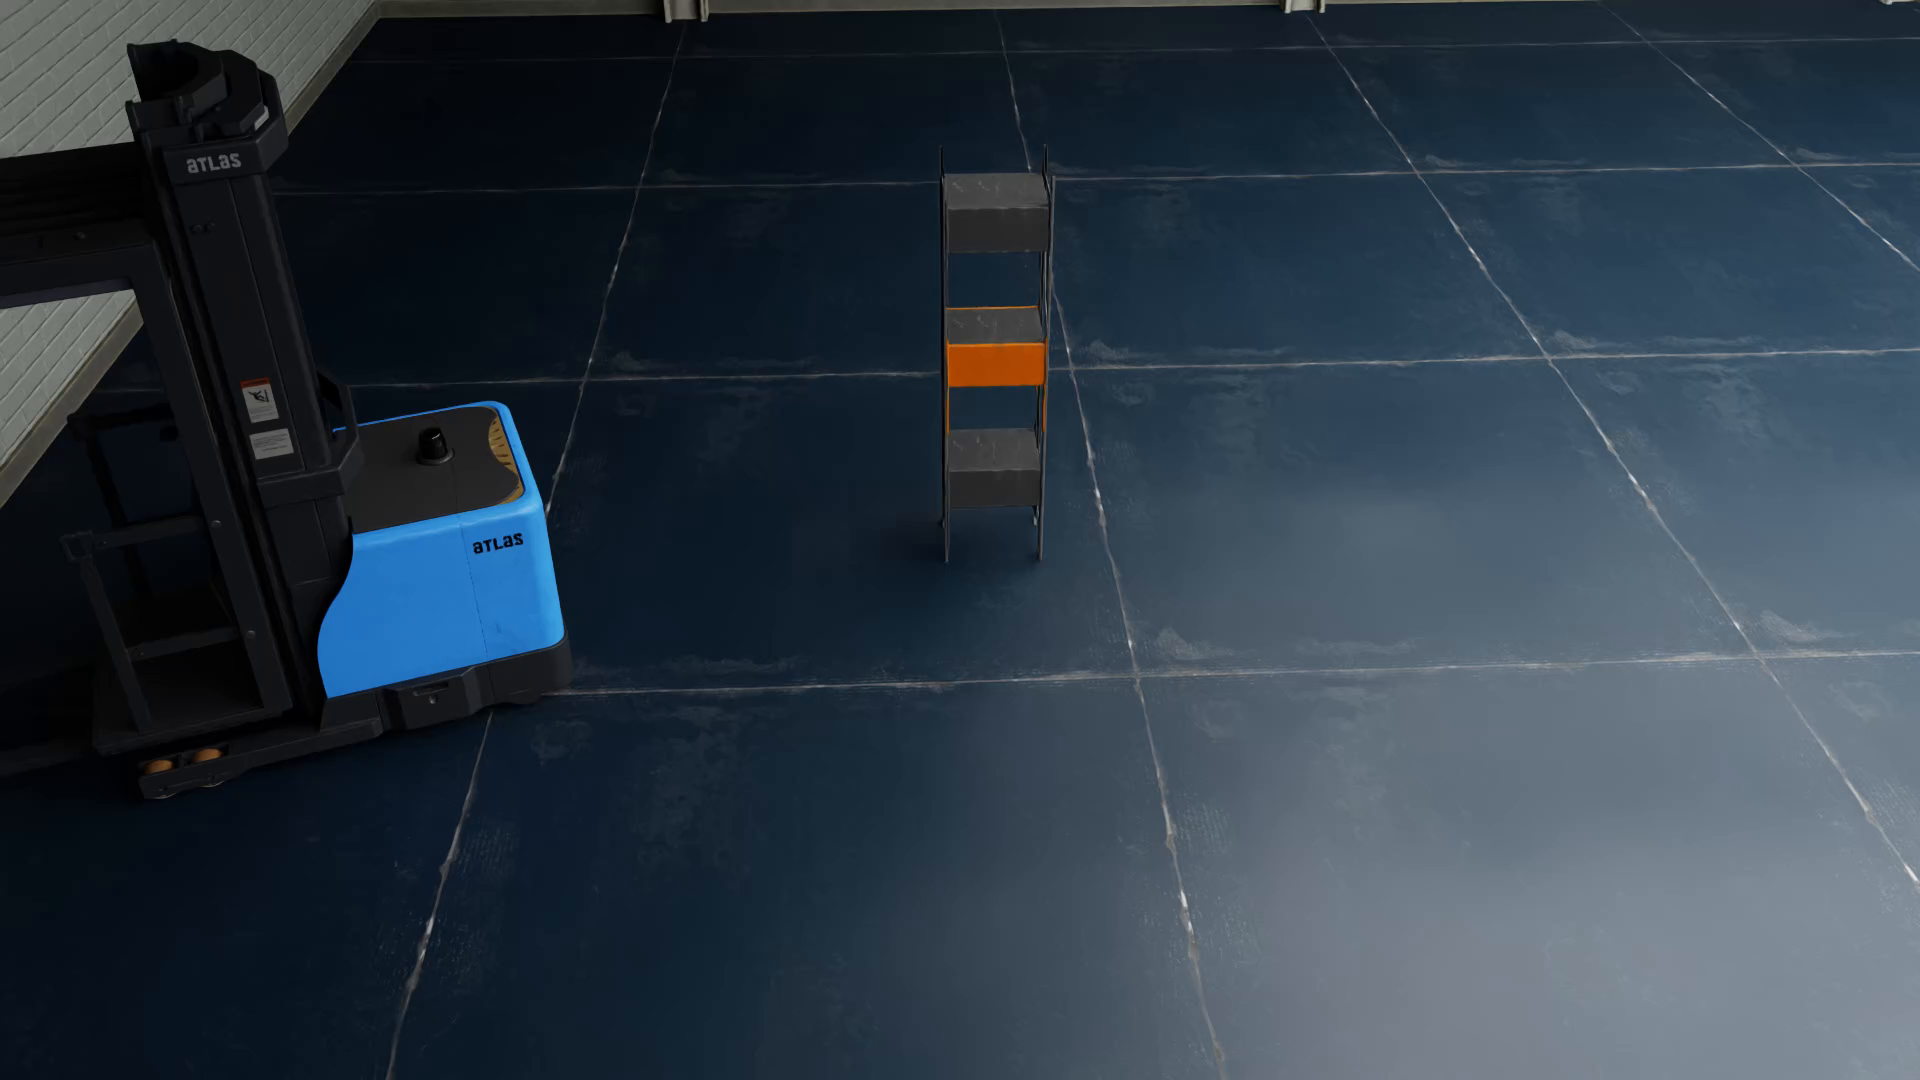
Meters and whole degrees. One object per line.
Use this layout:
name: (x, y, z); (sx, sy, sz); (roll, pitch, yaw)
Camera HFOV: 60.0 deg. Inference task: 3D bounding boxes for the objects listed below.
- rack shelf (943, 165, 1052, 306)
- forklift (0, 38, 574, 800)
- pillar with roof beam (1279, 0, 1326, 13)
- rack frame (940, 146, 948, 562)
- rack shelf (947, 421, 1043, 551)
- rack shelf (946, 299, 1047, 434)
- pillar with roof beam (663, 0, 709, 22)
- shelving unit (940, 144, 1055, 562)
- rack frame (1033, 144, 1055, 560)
rack shelf: (0.165, -1.432, 7.805); (0.480, 0.518, 0.431); (-2, 35, -2)
forklift: (-3.366, -0.431, 6.834); (3.031, 2.935, 1.130); (-13, 37, -18)
pillar with roof beam: (3.555, -6.478, 10.239); (0.400, 9.000, 9.100); (-2, 35, -2)
rack frame: (-0.078, -0.861, 8.186); (0.015, 2.100, 0.400); (-2, 35, -2)
rack shelf: (0.165, -0.281, 8.601); (0.480, 0.518, 0.431); (-2, 35, -2)
rack shelf: (0.165, -0.857, 8.203); (0.480, 0.518, 0.431); (-2, 35, -2)
pillar with roof beam: (-2.438, -6.317, 10.006); (0.400, 9.000, 9.100); (-2, 35, -2)
shelving unit: (0.165, -0.868, 8.195); (0.503, 2.100, 0.431); (-2, 35, -2)
rack frame: (0.409, -0.874, 8.205); (0.015, 2.100, 0.400); (-2, 35, -2)
